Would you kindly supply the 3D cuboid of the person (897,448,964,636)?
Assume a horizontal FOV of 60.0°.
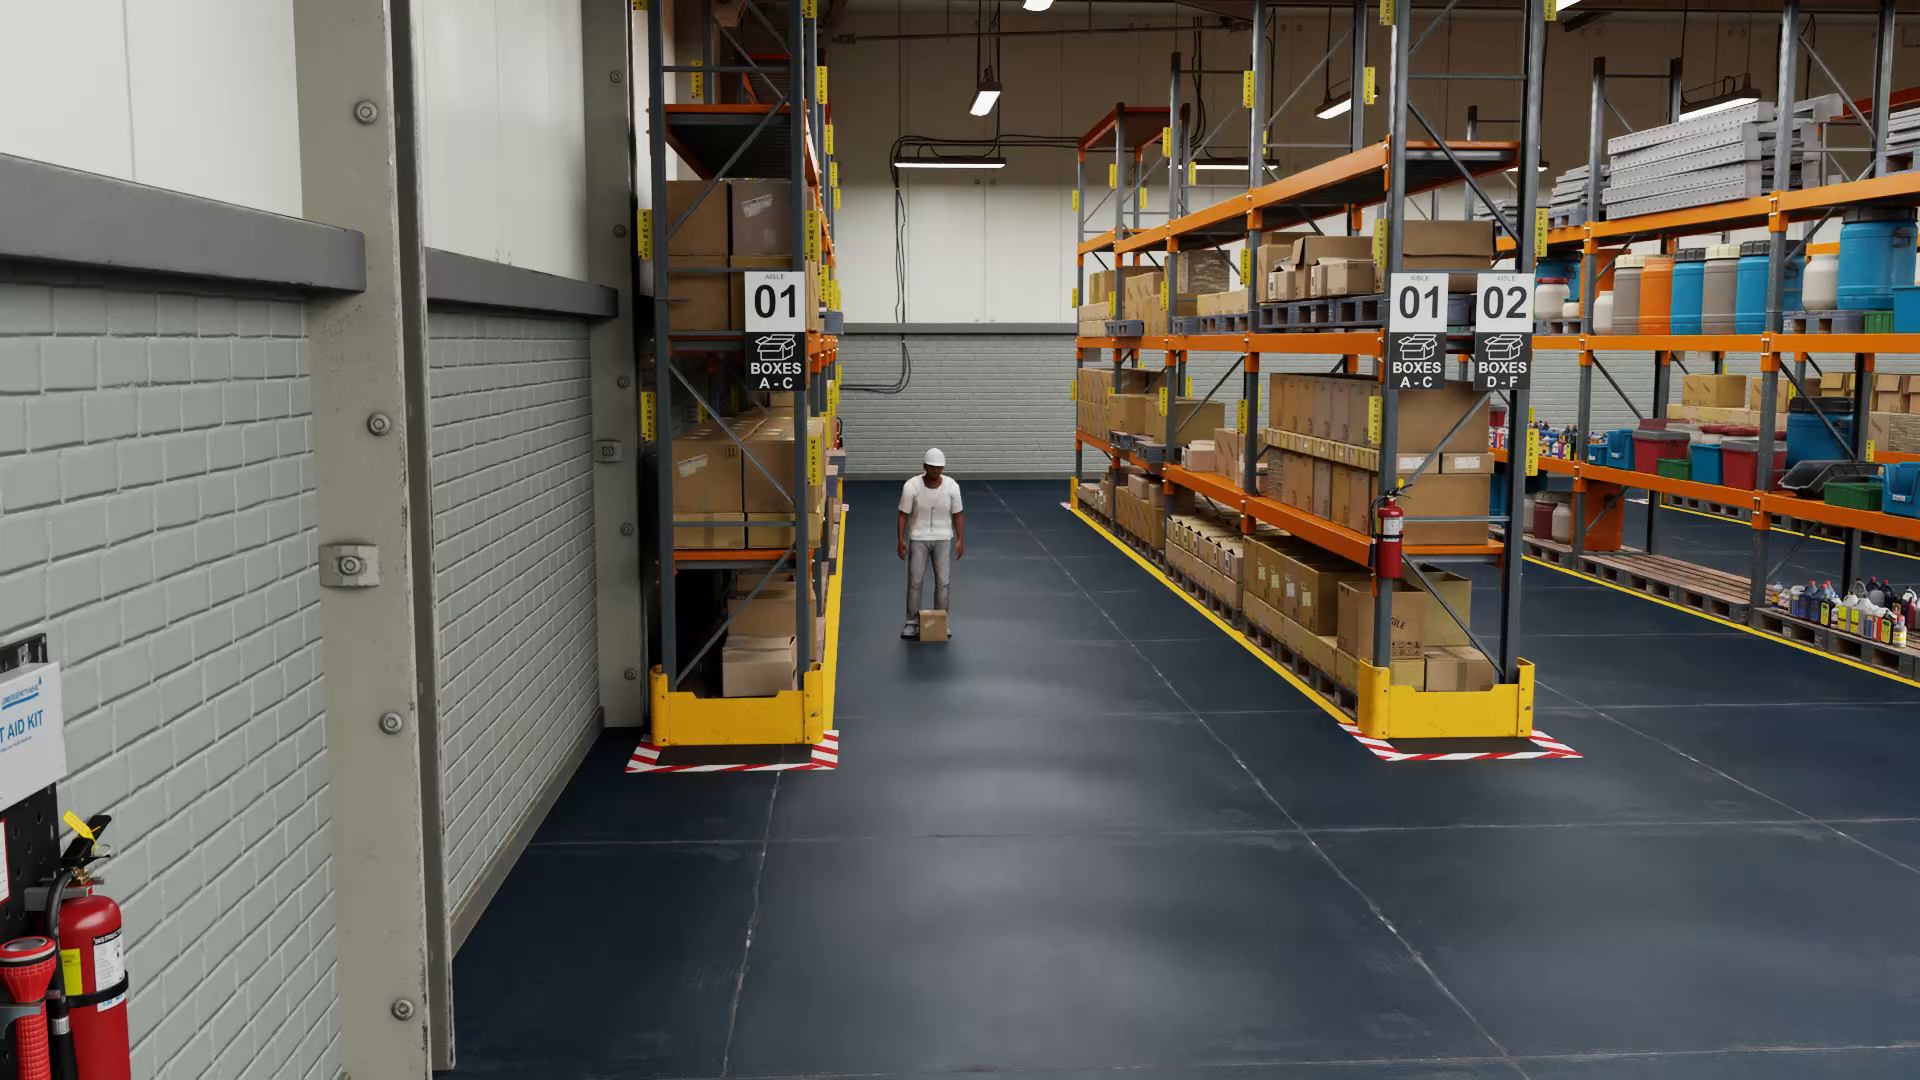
[{"bbox_3d":[-0.273,0.018,15.524,0.629,1.759,0.461,-1,7,-7],"label":"person"}]
